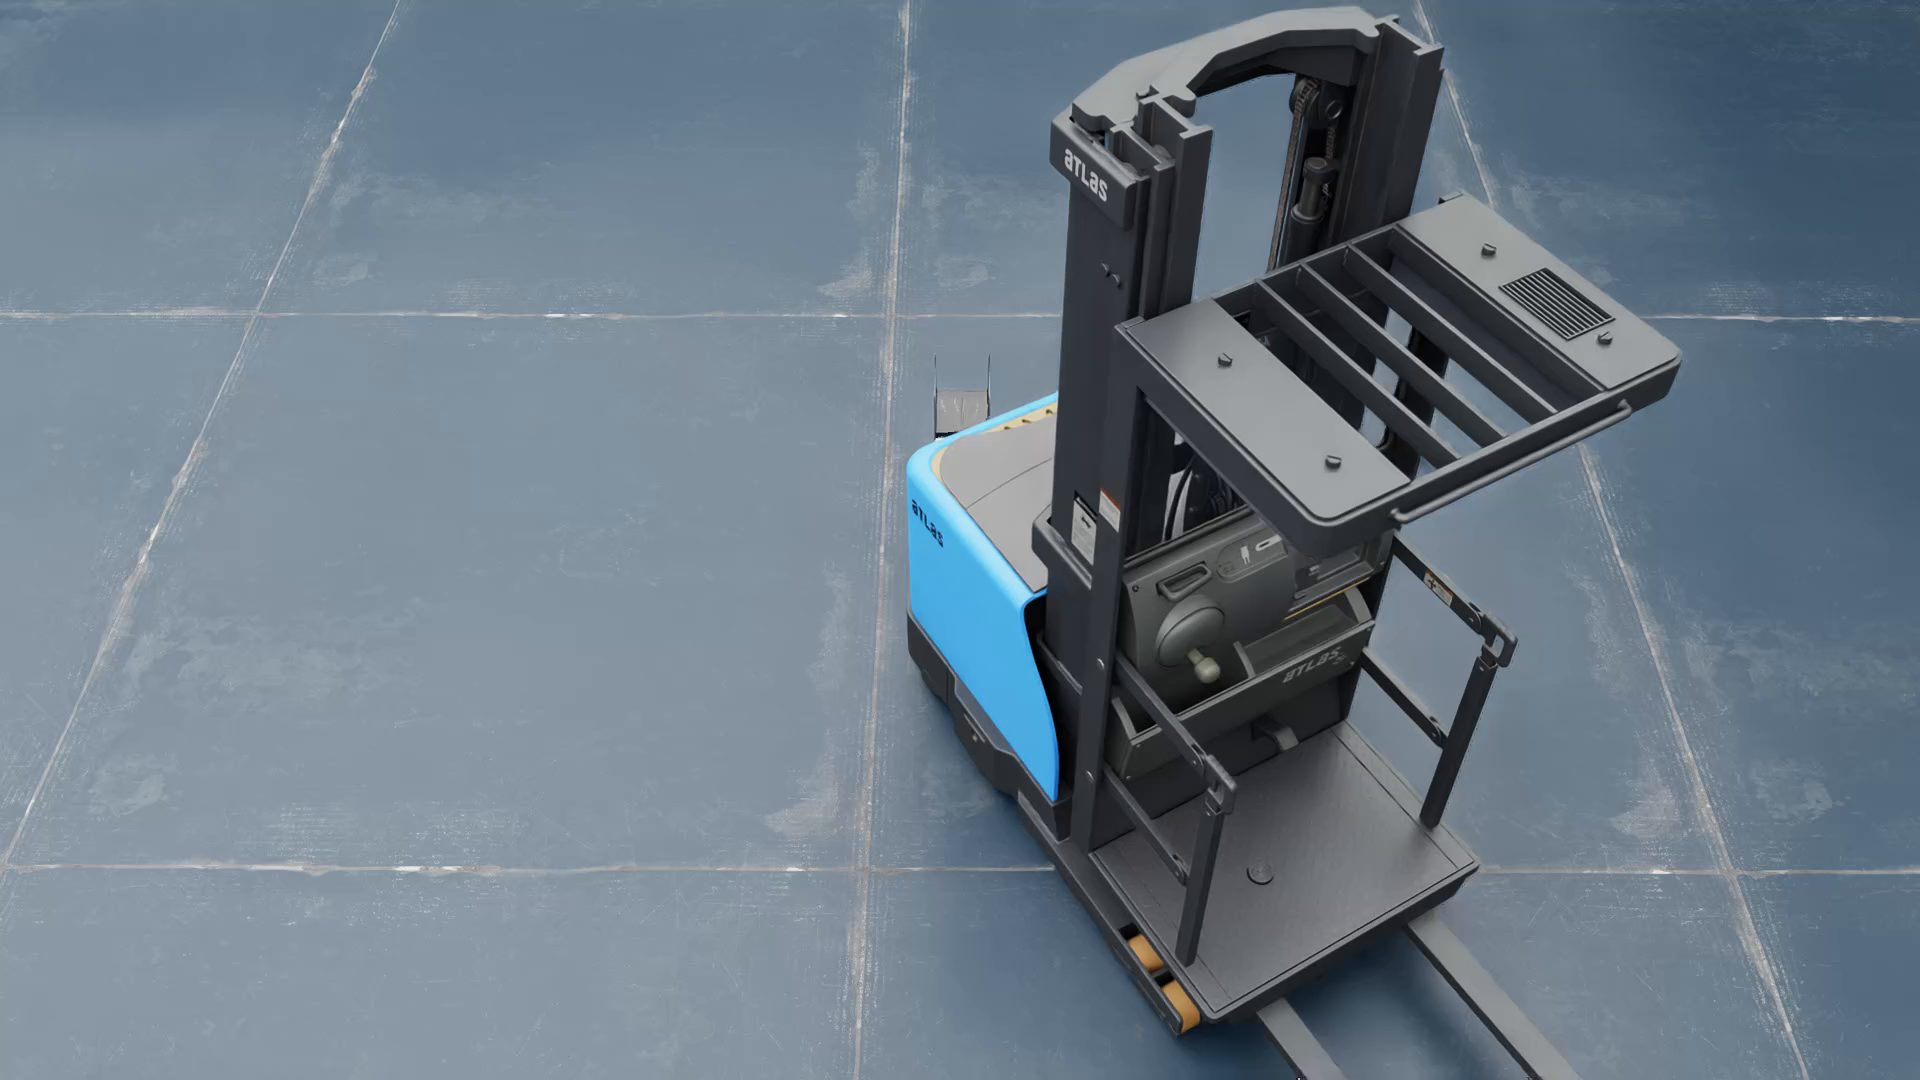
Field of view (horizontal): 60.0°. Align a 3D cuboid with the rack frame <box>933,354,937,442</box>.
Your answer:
[{"bbox_3d":[-0.094,-0.307,6.502,0.006,0.900,0.240,0,47,0],"label":"rack frame"}]

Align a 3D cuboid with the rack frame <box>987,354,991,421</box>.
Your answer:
[{"bbox_3d":[0.110,-0.306,6.501,0.006,0.900,0.240,0,47,0],"label":"rack frame"}]

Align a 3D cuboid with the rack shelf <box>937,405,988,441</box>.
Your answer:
[{"bbox_3d":[0.008,-0.406,6.394,0.200,0.077,0.258,0,47,0],"label":"rack shelf"}]

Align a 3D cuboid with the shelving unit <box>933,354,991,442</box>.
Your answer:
[{"bbox_3d":[0.008,-0.307,6.501,0.210,0.900,0.258,0,47,0],"label":"shelving unit"}]

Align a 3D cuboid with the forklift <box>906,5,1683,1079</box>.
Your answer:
[{"bbox_3d":[0.983,0.189,4.652,1.130,2.935,3.031,-23,51,-20],"label":"forklift"}]

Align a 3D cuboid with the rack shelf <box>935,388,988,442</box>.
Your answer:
[{"bbox_3d":[0.008,-0.468,6.328,0.200,0.077,0.258,0,47,0],"label":"rack shelf"}]
